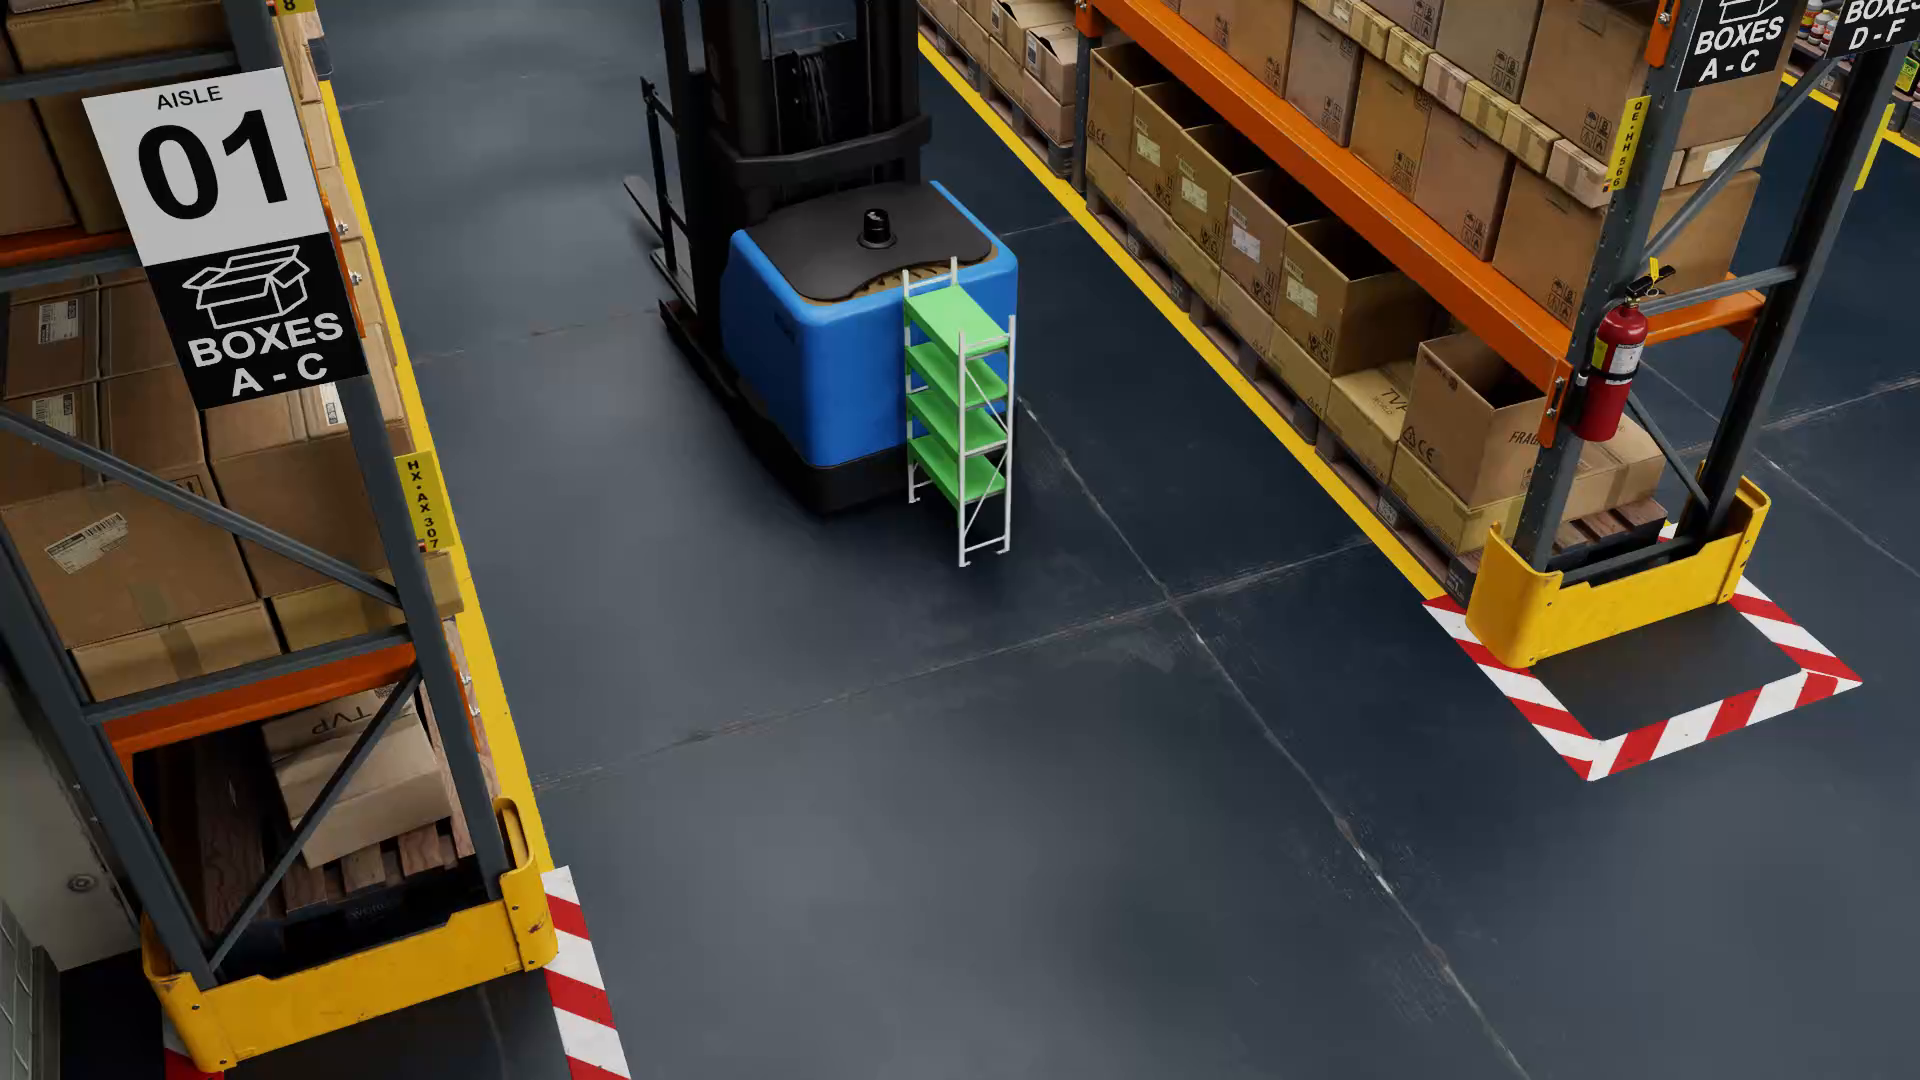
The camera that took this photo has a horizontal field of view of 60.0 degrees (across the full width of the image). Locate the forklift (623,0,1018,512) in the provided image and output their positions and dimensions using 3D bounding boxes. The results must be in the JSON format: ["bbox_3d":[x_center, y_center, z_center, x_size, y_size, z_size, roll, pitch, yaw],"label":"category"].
[{"bbox_3d":[-0.871,-2.189,7.547,1.130,2.935,3.031,-19,44,-21],"label":"forklift"}]

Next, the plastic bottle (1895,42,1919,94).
[{"bbox_3d":[5.727,-2.839,9.997,0.061,0.283,0.133,-13,42,-15],"label":"plastic bottle"}]

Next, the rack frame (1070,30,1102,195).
[{"bbox_3d":[1.126,-3.282,8.766,1.000,3.000,0.127,-15,43,-17],"label":"rack frame"}]

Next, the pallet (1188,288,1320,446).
[{"bbox_3d":[1.863,-0.999,8.250,1.003,0.211,1.213,-15,43,-17],"label":"pallet"}]

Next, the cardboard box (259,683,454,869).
[{"bbox_3d":[-2.100,0.779,5.768,0.500,0.311,0.500,-20,45,-22],"label":"cardboard box"}]

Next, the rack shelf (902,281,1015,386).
[{"bbox_3d":[-0.009,-0.832,6.659,0.258,0.148,0.480,-19,44,-21],"label":"rack shelf"}]

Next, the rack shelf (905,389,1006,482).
[{"bbox_3d":[-0.009,-0.468,6.972,0.258,0.148,0.480,-19,44,-21],"label":"rack shelf"}]

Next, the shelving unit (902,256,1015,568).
[{"bbox_3d":[-0.009,-0.516,6.930,0.258,1.200,0.503,-19,44,-21],"label":"shelving unit"}]

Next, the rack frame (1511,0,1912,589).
[{"bbox_3d":[2.657,-0.873,5.964,1.000,3.000,0.127,-15,43,-17],"label":"rack frame"}]

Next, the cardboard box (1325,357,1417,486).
[{"bbox_3d":[1.976,-0.537,7.360,0.500,0.250,0.500,-15,43,-17],"label":"cardboard box"}]

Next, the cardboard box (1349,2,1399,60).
[{"bbox_3d":[1.838,-2.119,6.839,0.380,0.149,0.250,-14,43,-16],"label":"cardboard box"}]

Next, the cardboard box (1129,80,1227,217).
[{"bbox_3d":[1.213,-2.026,8.518,0.500,0.500,0.500,-15,43,-17],"label":"cardboard box"}]

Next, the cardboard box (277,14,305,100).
[{"bbox_3d":[-1.988,-1.414,4.201,0.500,0.500,0.500,-12,42,-14],"label":"cardboard box"}]

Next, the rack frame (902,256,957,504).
[{"bbox_3d":[-0.122,-0.657,7.094,0.240,1.200,0.015,-19,44,-21],"label":"rack frame"}]

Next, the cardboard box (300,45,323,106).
[{"bbox_3d":[-2.603,-1.466,6.179,0.500,0.500,0.500,-16,43,-18],"label":"cardboard box"}]

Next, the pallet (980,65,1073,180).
[{"bbox_3d":[0.808,-2.659,10.180,1.003,0.211,1.213,-15,43,-17],"label":"pallet"}]

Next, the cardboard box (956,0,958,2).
[{"bbox_3d":[0.124,-3.701,10.609,0.500,0.311,0.500,-16,43,-17],"label":"cardboard box"}]

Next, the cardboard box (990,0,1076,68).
[{"bbox_3d":[0.502,-3.096,9.906,0.500,0.311,0.500,-14,43,-16],"label":"cardboard box"}]

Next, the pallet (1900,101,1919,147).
[{"bbox_3d":[6.393,-2.307,9.771,1.003,0.211,1.213,-15,43,-17],"label":"pallet"}]

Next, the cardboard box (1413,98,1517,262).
[{"bbox_3d":[2.285,-1.510,6.629,0.700,0.500,0.500,-14,43,-16],"label":"cardboard box"}]

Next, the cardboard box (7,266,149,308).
[{"bbox_3d":[-2.680,-0.717,5.307,0.500,0.500,0.500,-16,43,-18],"label":"cardboard box"}]

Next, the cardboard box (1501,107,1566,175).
[{"bbox_3d":[2.233,-1.496,6.115,0.380,0.149,0.250,-14,43,-16],"label":"cardboard box"}]

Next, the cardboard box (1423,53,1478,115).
[{"bbox_3d":[2.041,-1.802,6.471,0.380,0.149,0.250,-15,43,-16],"label":"cardboard box"}]

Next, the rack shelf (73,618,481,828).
[{"bbox_3d":[-2.684,-0.567,6.160,1.077,0.370,4.000,-15,43,-17],"label":"rack shelf"}]

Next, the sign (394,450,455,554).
[{"bbox_3d":[-1.417,-0.098,4.400,0.100,0.325,0.005,-15,43,-17],"label":"sign"}]

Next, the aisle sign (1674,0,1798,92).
[{"bbox_3d":[2.411,-1.745,4.985,0.394,0.787,0.004,-15,43,-17],"label":"aisle sign"}]

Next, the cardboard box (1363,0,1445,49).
[{"bbox_3d":[2.070,-2.338,6.596,0.700,0.500,0.500,-15,43,-17],"label":"cardboard box"}]

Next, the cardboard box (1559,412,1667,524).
[{"bbox_3d":[2.657,-0.368,7.164,0.500,0.250,0.500,-15,43,-17],"label":"cardboard box"}]

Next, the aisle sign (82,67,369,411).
[{"bbox_3d":[-1.614,-0.652,3.713,0.394,0.787,0.004,-15,43,-17],"label":"aisle sign"}]

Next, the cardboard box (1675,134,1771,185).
[{"bbox_3d":[2.706,-1.447,6.057,0.380,0.149,0.250,-15,43,-17],"label":"cardboard box"}]

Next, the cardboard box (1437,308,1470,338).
[{"bbox_3d":[2.464,-0.953,7.269,0.500,0.500,0.500,-15,43,-17],"label":"cardboard box"}]

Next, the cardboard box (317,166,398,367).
[{"bbox_3d":[-2.195,-0.845,5.457,0.500,0.500,0.500,-16,43,-18],"label":"cardboard box"}]

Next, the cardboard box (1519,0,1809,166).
[{"bbox_3d":[2.470,-1.719,5.876,0.700,0.500,0.500,-15,43,-17],"label":"cardboard box"}]

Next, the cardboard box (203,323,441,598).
[{"bbox_3d":[-1.823,-0.232,4.744,0.500,0.500,0.500,-15,43,-17],"label":"cardboard box"}]

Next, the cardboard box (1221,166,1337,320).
[{"bbox_3d":[1.591,-1.423,7.815,0.500,0.500,0.500,-15,43,-17],"label":"cardboard box"}]

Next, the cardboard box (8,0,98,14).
[{"bbox_3d":[-1.842,-1.489,3.522,0.500,0.500,0.500,-18,44,-20],"label":"cardboard box"}]

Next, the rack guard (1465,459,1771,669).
[{"bbox_3d":[2.666,0.090,6.762,1.175,0.500,0.348,-15,43,-17],"label":"rack guard"}]

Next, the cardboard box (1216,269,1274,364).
[{"bbox_3d":[1.594,-1.139,8.061,0.500,0.250,0.500,-15,43,-17],"label":"cardboard box"}]

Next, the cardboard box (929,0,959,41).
[{"bbox_3d":[0.118,-3.496,10.802,0.500,0.250,0.500,-14,43,-16],"label":"cardboard box"}]

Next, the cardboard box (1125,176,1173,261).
[{"bbox_3d":[1.210,-1.741,8.761,0.500,0.250,0.500,-15,43,-17],"label":"cardboard box"}]

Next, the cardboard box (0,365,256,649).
[{"bbox_3d":[-2.295,-0.100,4.591,0.500,0.500,0.500,-16,43,-17],"label":"cardboard box"}]

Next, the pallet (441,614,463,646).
[{"bbox_3d":[-2.689,0.145,6.919,1.003,0.211,1.213,-15,43,-17],"label":"pallet"}]

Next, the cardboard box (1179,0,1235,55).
[{"bbox_3d":[1.510,-2.738,8.057,0.700,0.500,0.500,-16,43,-17],"label":"cardboard box"}]

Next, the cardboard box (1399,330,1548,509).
[{"bbox_3d":[2.177,-0.522,6.769,0.500,0.500,0.500,-15,43,-17],"label":"cardboard box"}]

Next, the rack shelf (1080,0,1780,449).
[{"bbox_3d":[1.892,-1.805,7.600,1.077,0.370,4.000,-15,43,-17],"label":"rack shelf"}]

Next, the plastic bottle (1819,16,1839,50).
[{"bbox_3d":[5.499,-3.198,10.477,0.097,0.201,0.097,0,41,0],"label":"plastic bottle"}]

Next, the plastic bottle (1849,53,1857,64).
[{"bbox_3d":[5.630,-3.088,10.235,0.144,0.351,0.185,-14,43,-16],"label":"plastic bottle"}]

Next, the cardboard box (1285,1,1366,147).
[{"bbox_3d":[1.895,-2.127,7.346,0.700,0.500,0.500,-14,43,-16],"label":"cardboard box"}]

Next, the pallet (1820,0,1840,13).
[{"bbox_3d":[5.368,-3.922,11.649,1.003,0.211,1.213,-15,43,-17],"label":"pallet"}]

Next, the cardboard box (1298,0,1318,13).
[{"bbox_3d":[1.646,-2.424,7.194,0.380,0.149,0.250,-15,43,-17],"label":"cardboard box"}]

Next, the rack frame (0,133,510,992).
[{"bbox_3d":[-1.918,0.366,4.524,1.000,3.000,0.127,-15,43,-17],"label":"rack frame"}]

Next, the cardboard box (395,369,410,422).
[{"bbox_3d":[-2.213,-0.576,5.719,0.500,0.250,0.500,-16,43,-18],"label":"cardboard box"}]

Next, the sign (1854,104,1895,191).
[{"bbox_3d":[3.172,-1.366,5.813,0.100,0.325,0.005,-15,43,-17],"label":"sign"}]

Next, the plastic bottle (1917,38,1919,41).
[{"bbox_3d":[5.797,-3.001,10.194,0.097,0.271,0.097,0,41,0],"label":"plastic bottle"}]

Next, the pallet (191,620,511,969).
[{"bbox_3d":[-2.226,0.879,6.066,1.003,0.211,1.213,-15,43,-17],"label":"pallet"}]

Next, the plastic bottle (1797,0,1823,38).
[{"bbox_3d":[5.421,-3.347,10.596,0.097,0.271,0.097,0,41,0],"label":"plastic bottle"}]

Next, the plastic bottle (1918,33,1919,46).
[{"bbox_3d":[6.084,-3.326,10.511,0.144,0.351,0.185,-15,43,-17],"label":"plastic bottle"}]

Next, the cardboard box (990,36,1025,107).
[{"bbox_3d":[0.508,-2.881,10.087,0.500,0.250,0.500,-16,43,-18],"label":"cardboard box"}]
